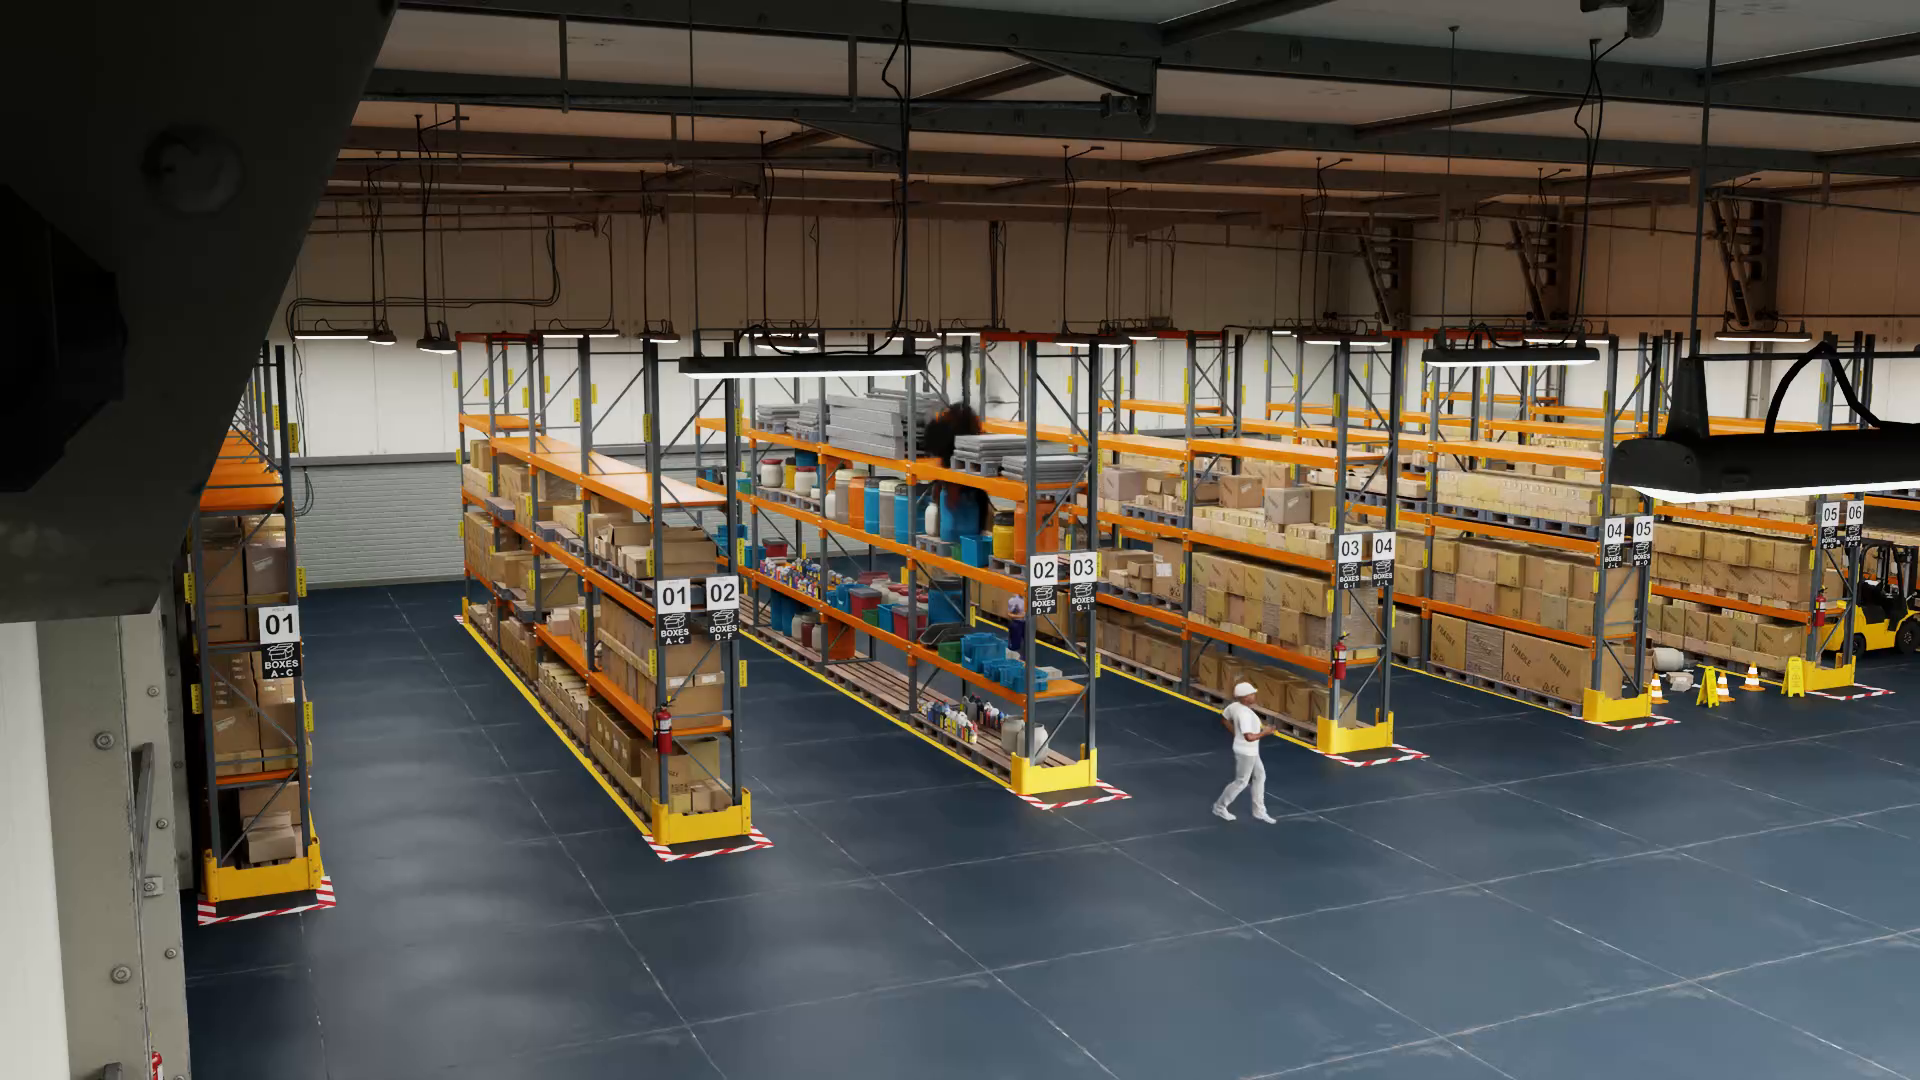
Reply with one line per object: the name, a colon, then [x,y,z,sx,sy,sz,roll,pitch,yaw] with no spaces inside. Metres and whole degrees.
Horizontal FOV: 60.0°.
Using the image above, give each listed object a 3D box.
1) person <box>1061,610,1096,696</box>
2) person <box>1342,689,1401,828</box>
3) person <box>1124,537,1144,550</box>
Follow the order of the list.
person: [1.957,1.753,27.979,0.592,1.702,0.747,-5,9,-35]
person: [5.080,2.711,20.557,0.670,1.781,0.692,1,8,8]
person: [4.366,-0.145,42.157,0.793,1.623,0.602,6,9,36]
